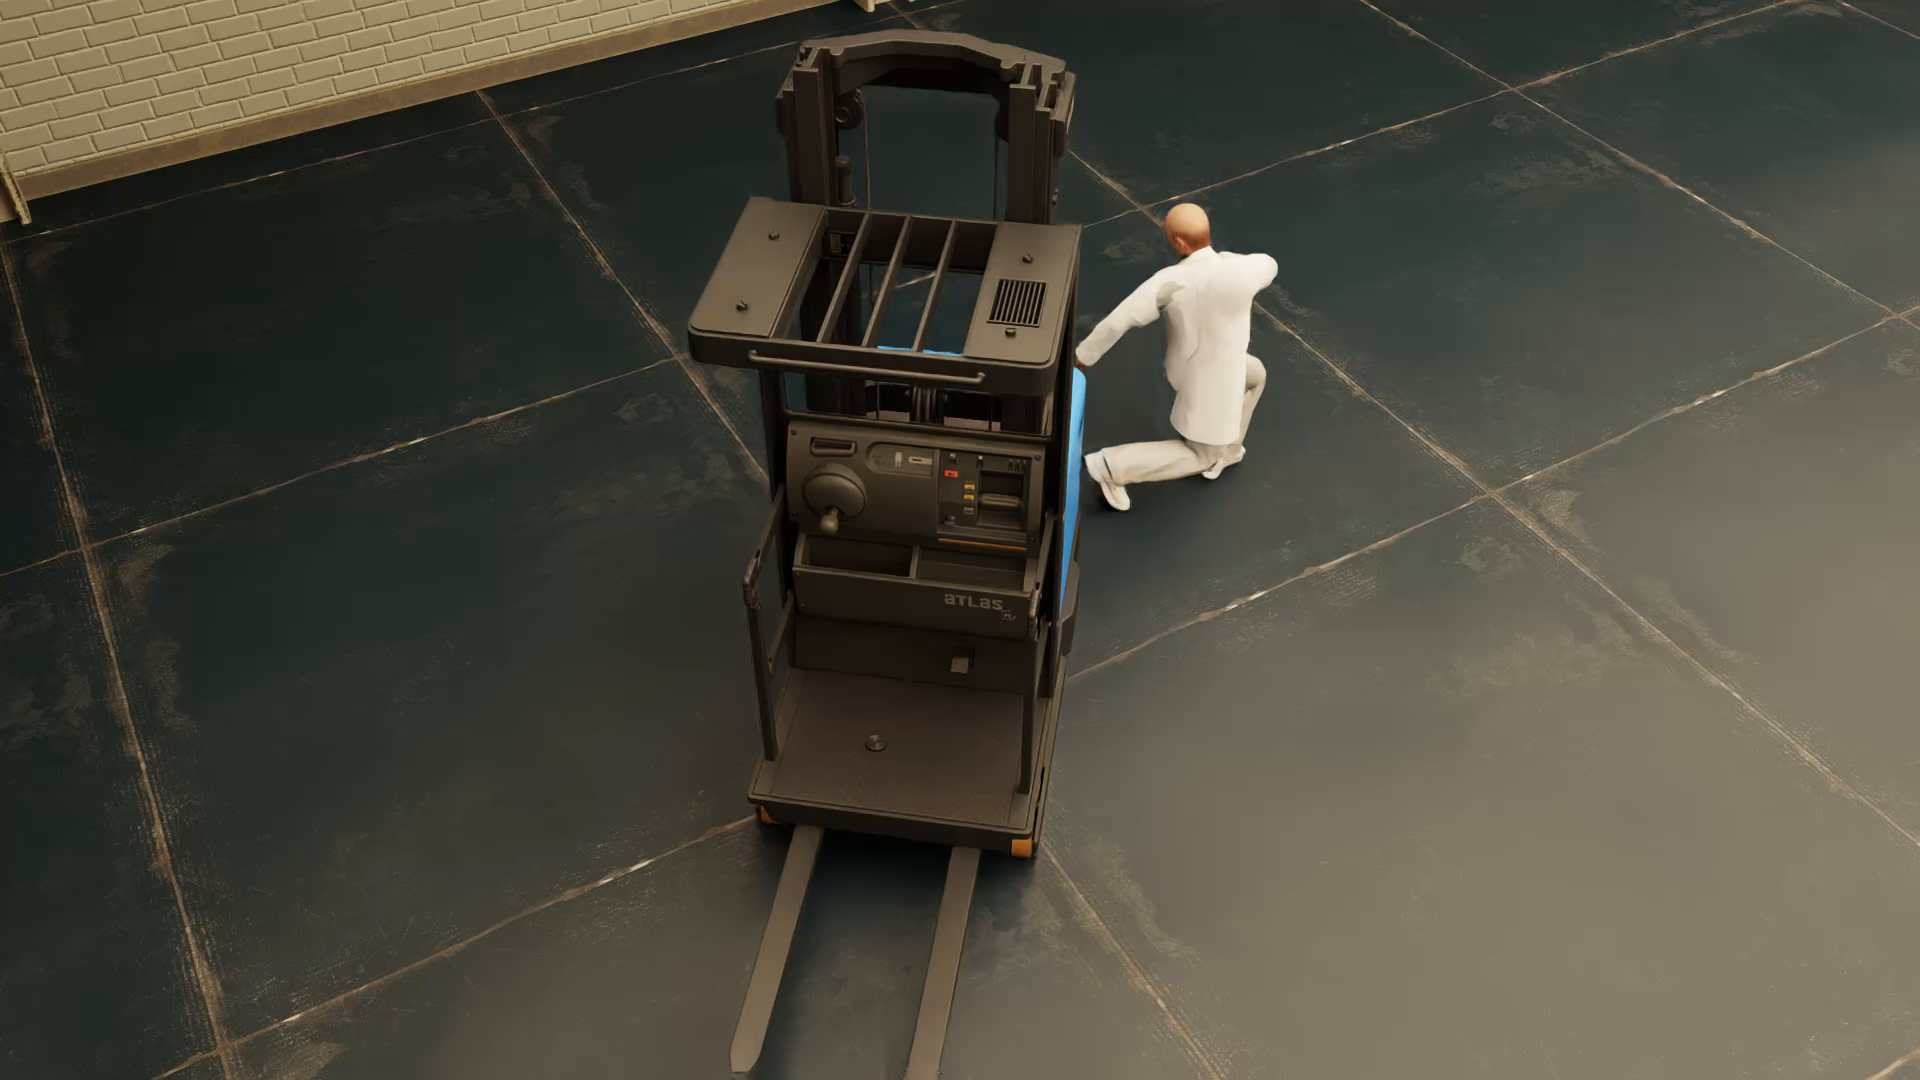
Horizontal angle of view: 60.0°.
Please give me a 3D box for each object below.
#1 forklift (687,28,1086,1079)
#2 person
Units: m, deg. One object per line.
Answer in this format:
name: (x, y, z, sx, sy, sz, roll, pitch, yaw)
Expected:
forklift: (-0.197, -0.101, 5.807, 1.130, 2.935, 3.031, 6, 43, 7)
person: (1.011, -0.845, 7.699, 0.975, 1.536, 0.721, -28, 50, -27)
